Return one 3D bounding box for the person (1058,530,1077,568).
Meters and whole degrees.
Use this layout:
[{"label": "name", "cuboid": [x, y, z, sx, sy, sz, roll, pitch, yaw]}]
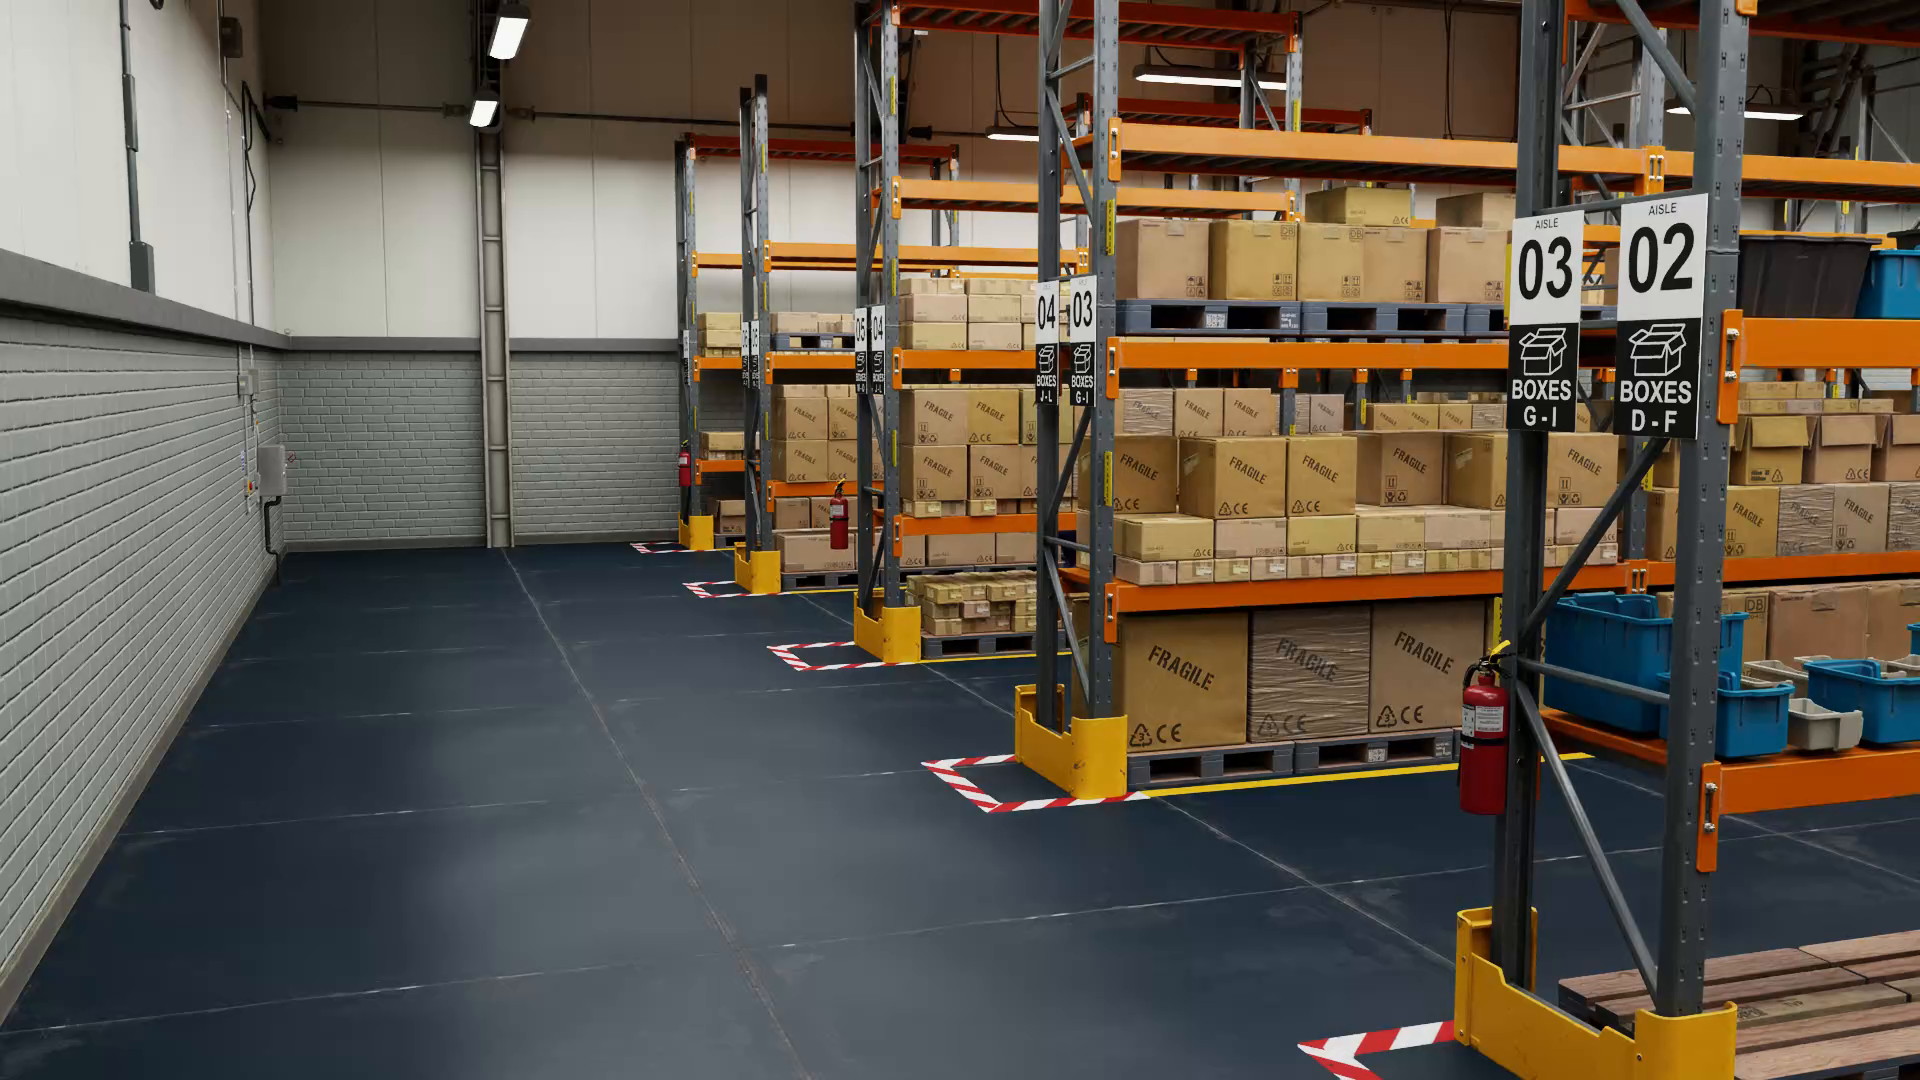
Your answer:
[{"label": "person", "cuboid": [1.294, -0.101, 18.747, 0.372, 1.638, 0.564, -2, 6, -22]}]
